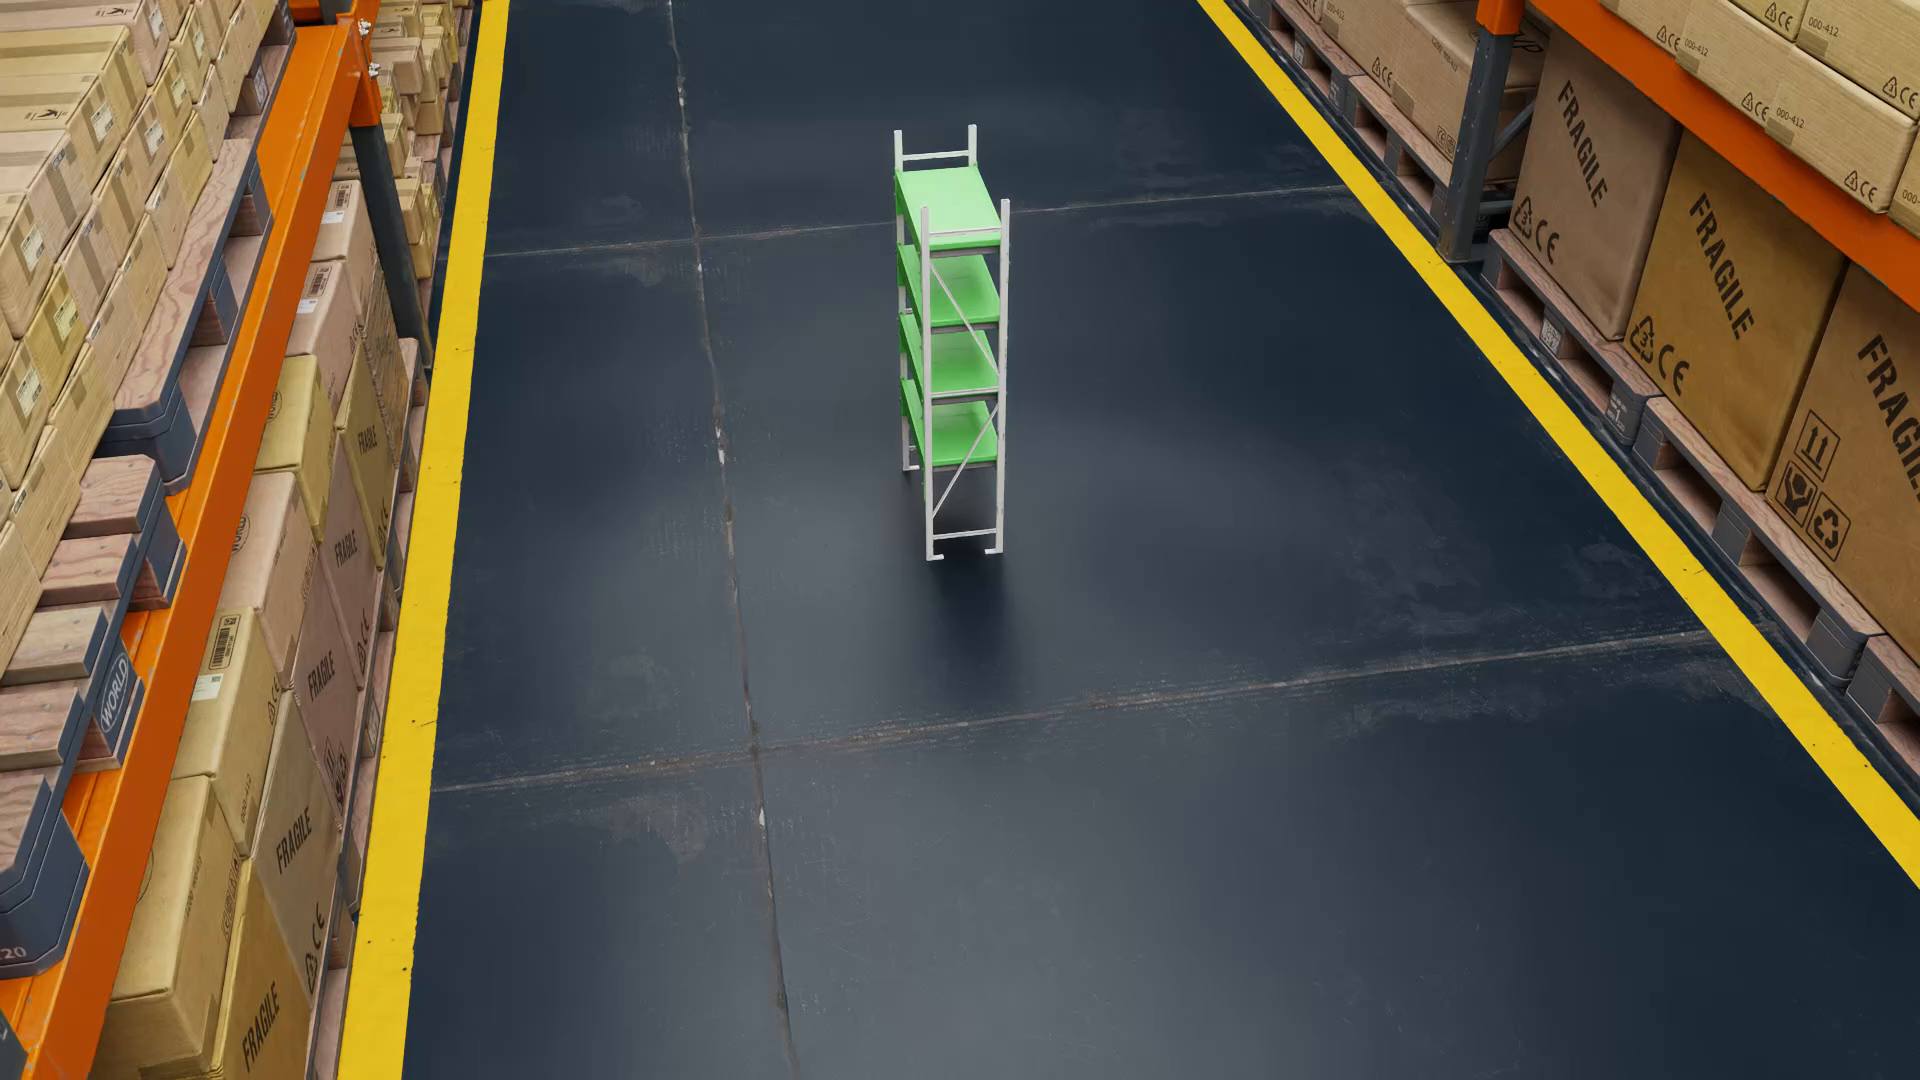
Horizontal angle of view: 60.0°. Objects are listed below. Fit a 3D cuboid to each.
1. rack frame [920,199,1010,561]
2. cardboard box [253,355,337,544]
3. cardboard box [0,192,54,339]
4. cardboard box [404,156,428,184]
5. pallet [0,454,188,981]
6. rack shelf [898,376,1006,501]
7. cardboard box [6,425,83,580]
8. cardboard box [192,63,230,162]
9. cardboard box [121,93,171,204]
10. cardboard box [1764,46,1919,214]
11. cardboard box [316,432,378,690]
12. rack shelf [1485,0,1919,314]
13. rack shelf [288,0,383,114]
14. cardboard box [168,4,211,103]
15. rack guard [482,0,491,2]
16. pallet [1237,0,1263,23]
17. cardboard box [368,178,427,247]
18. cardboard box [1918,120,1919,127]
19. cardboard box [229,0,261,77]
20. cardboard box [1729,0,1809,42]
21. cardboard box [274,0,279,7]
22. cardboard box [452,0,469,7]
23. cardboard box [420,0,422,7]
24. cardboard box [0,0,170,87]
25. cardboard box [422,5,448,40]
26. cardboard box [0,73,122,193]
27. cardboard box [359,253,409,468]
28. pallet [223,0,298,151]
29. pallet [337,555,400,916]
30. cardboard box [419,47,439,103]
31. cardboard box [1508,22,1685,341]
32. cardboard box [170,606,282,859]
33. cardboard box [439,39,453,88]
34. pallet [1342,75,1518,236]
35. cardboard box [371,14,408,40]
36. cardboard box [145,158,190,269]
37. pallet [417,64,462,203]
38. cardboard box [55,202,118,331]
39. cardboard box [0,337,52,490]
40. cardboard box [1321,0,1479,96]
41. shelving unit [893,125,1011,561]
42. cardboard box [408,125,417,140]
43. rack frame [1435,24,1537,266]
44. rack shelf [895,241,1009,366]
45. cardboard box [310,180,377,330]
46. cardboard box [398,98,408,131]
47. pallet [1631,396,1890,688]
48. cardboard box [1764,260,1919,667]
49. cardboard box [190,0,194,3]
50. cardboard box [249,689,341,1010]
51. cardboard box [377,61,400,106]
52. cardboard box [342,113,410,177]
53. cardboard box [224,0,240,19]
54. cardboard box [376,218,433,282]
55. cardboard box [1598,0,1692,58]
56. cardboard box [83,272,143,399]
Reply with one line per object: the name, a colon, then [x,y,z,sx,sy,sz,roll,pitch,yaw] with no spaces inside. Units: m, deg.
rack frame: [0.014,-0.426,4.821,0.240,1.200,0.015,-6,38,-8]
cardboard box: [-1.858,-0.203,4.151,0.500,0.250,0.500,-8,39,-10]
cardboard box: [-1.744,-0.437,2.745,0.380,0.149,0.250,-8,39,-10]
cardboard box: [-2.310,-1.381,6.564,0.380,0.149,0.250,-6,38,-8]
pallet: [-1.950,0.292,2.586,1.213,0.211,1.003,-6,38,-8]
rack shelf: [-0.029,-0.334,5.197,0.258,0.148,0.480,-6,38,-8]
cardboard box: [-1.694,-0.048,2.730,0.380,0.149,0.250,-4,38,-6]
cardboard box: [-1.971,-1.002,3.958,0.380,0.149,0.250,-8,39,-10]
cardboard box: [-1.885,-0.803,3.458,0.380,0.149,0.250,-5,38,-6]
cardboard box: [2.497,-1.094,4.336,0.500,0.250,0.500,-7,38,-9]
cardboard box: [-1.868,0.081,4.396,0.500,0.500,0.500,-7,38,-9]
rack shelf: [2.785,-0.882,4.527,1.077,0.370,4.000,-6,38,-8]
rack shelf: [-2.772,-2.705,6.873,1.077,0.370,4.000,-6,38,-8]
cardboard box: [-1.972,-1.115,3.860,0.380,0.149,0.250,-8,39,-10]
rack guard: [-3.109,-3.164,8.915,1.175,0.500,0.348,-6,38,-8]
pallet: [1.950,-3.214,9.216,1.003,0.211,1.213,-6,38,-8]
cardboard box: [-2.170,-1.192,6.078,0.380,0.149,0.250,-5,38,-6]
cardboard box: [2.597,-0.978,3.779,0.500,0.250,0.500,-7,38,-9]
cardboard box: [-2.069,-1.321,4.368,0.380,0.149,0.250,-6,38,-8]
cardboard box: [2.415,-1.597,4.575,0.500,0.250,0.500,-6,38,-7]
cardboard box: [-2.157,-1.629,4.764,0.380,0.149,0.250,-7,38,-9]
cardboard box: [-2.680,-2.797,8.387,0.380,0.149,0.250,-5,38,-7]
cardboard box: [-2.600,-2.388,7.375,0.380,0.149,0.250,-7,38,-9]
cardboard box: [-1.931,-1.074,3.564,0.380,0.149,0.250,-8,39,-10]
cardboard box: [-2.526,-2.284,7.484,0.380,0.149,0.250,-4,38,-6]
cardboard box: [-1.842,-0.760,3.161,0.380,0.149,0.250,-5,38,-7]
cardboard box: [-2.043,-0.540,5.195,0.500,0.500,0.500,-7,38,-9]
pallet: [-2.430,-1.228,4.542,1.003,0.211,1.213,-6,38,-8]
pallet: [-2.066,0.529,4.397,1.003,0.211,1.213,-6,38,-8]
cardboard box: [-2.432,-1.969,7.079,0.380,0.149,0.250,-7,38,-8]
cardboard box: [2.622,-1.335,5.913,0.875,0.875,0.875,-5,38,-7]
cardboard box: [-1.691,0.412,3.359,0.500,0.250,0.500,-7,38,-9]
cardboard box: [-2.528,-2.166,7.574,0.380,0.149,0.250,-6,38,-7]
pallet: [2.378,-1.741,7.319,1.003,0.211,1.213,-6,38,-8]
cardboard box: [-2.522,-2.080,6.978,0.380,0.149,0.250,-8,39,-10]
cardboard box: [-1.878,-0.681,3.544,0.380,0.149,0.250,-7,38,-9]
pallet: [-2.791,-1.820,7.420,1.003,0.211,1.213,-6,38,-8]
cardboard box: [-1.794,-0.490,3.055,0.380,0.149,0.250,-6,38,-8]
cardboard box: [-1.707,-0.187,2.666,0.380,0.149,0.250,-7,38,-9]
cardboard box: [2.273,-2.460,7.717,0.875,0.438,0.875,-7,38,-9]
shelving unit: [-0.029,-0.574,5.011,0.258,1.200,0.503,-6,38,-8]
cardboard box: [-2.485,-1.687,6.958,0.380,0.149,0.250,-8,39,-10]
rack frame: [2.434,-2.374,5.861,1.000,3.000,0.127,-6,38,-8]
rack shelf: [-0.029,-0.713,4.903,0.258,0.148,0.480,-6,38,-8]
cardboard box: [-2.042,-0.833,4.961,0.500,0.250,0.500,-7,38,-9]
cardboard box: [-2.425,-1.642,6.657,0.380,0.149,0.250,-8,39,-10]
pallet: [2.861,-0.077,5.177,1.003,0.211,1.213,-6,38,-8]
cardboard box: [2.944,-0.250,4.517,0.875,0.875,0.875,-6,38,-7]
cardboard box: [-2.021,-1.384,3.964,0.380,0.149,0.250,-6,38,-8]
cardboard box: [-1.684,0.699,3.601,0.500,0.500,0.500,-6,38,-7]
cardboard box: [-2.429,-1.761,6.569,0.380,0.149,0.250,-7,38,-9]
cardboard box: [-2.268,-1.459,6.179,0.380,0.149,0.250,-4,38,-6]
cardboard box: [-2.069,-1.437,4.274,0.380,0.149,0.250,-5,38,-6]
cardboard box: [-2.169,-1.075,6.171,0.380,0.149,0.250,-8,39,-10]
cardboard box: [2.344,-1.708,5.126,0.500,0.250,0.500,-7,38,-9]
cardboard box: [-1.792,-0.372,3.146,0.380,0.149,0.250,-5,38,-6]
